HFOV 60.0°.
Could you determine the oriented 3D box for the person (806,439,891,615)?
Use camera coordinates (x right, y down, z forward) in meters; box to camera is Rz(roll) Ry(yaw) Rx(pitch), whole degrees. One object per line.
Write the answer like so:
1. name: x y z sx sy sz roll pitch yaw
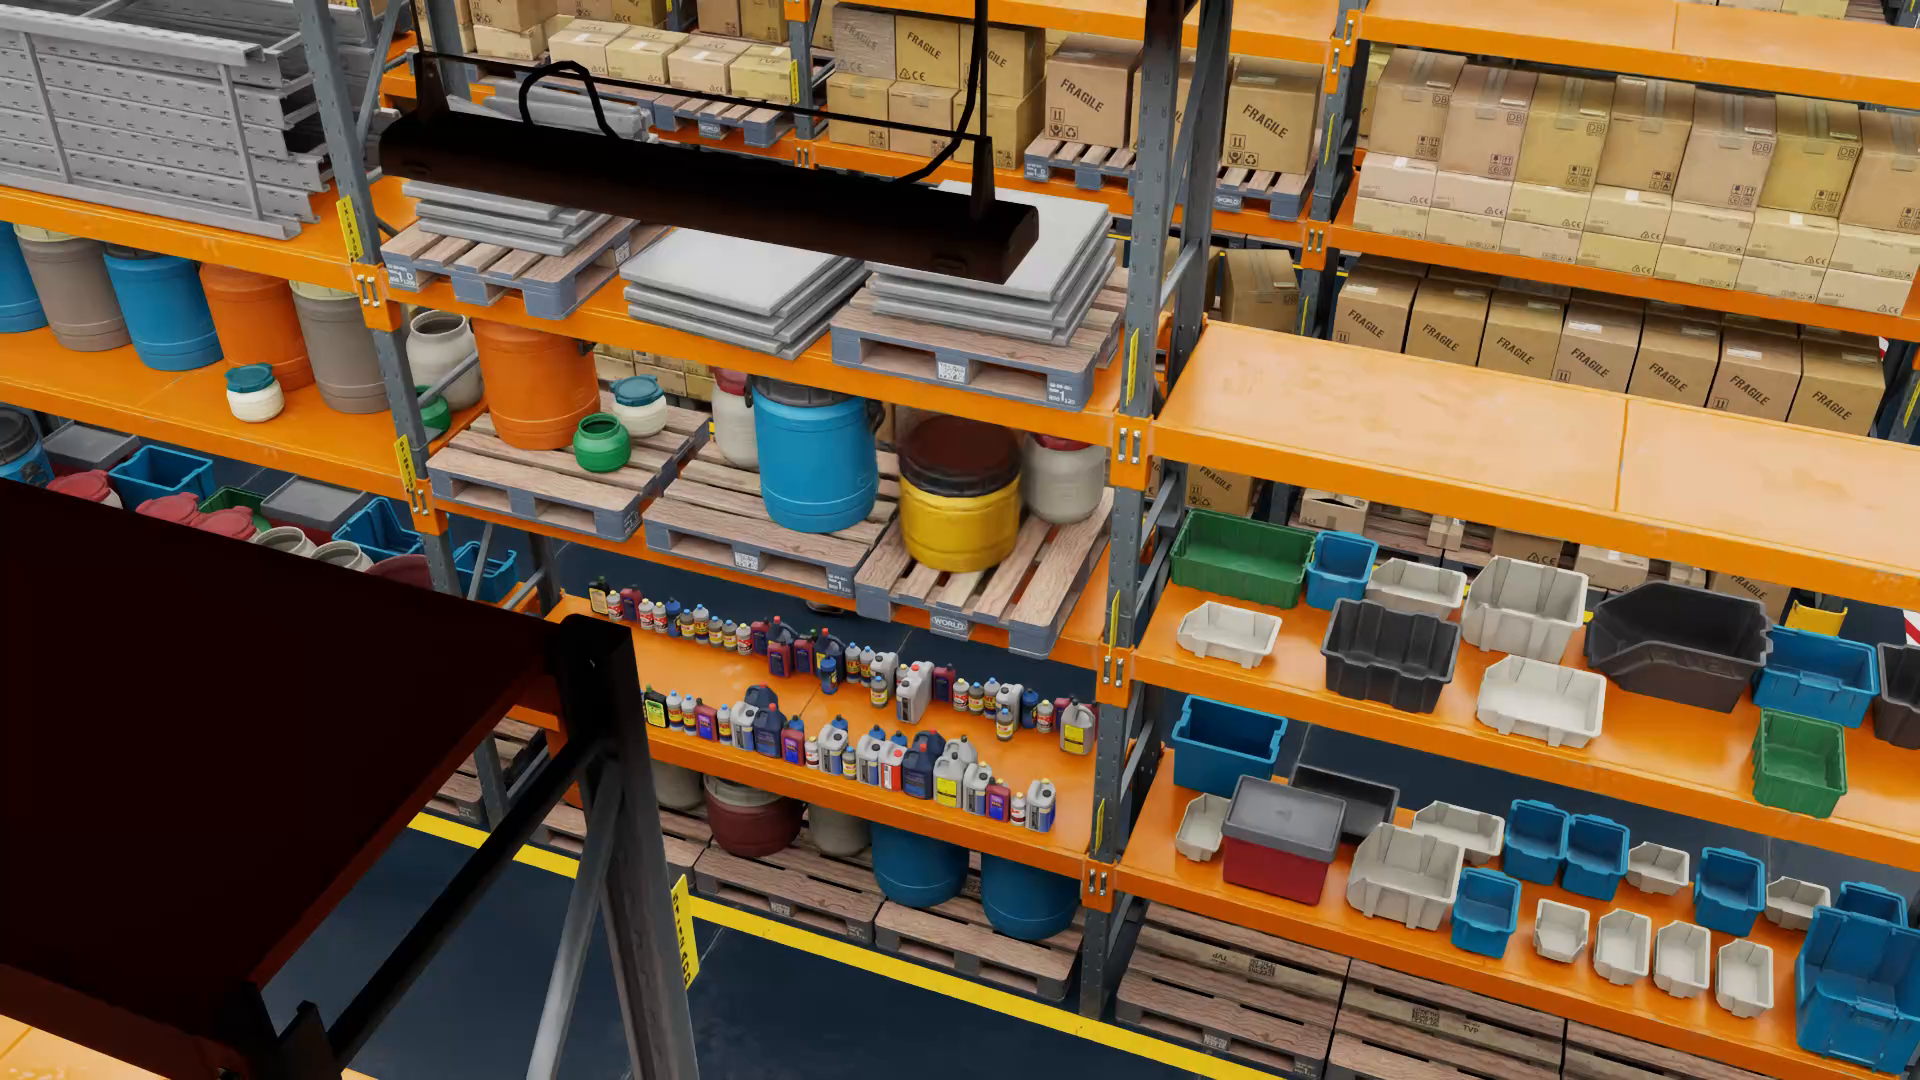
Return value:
1. person: -0.640 -0.082 12.157 1.068 1.571 0.438 4 37 5
